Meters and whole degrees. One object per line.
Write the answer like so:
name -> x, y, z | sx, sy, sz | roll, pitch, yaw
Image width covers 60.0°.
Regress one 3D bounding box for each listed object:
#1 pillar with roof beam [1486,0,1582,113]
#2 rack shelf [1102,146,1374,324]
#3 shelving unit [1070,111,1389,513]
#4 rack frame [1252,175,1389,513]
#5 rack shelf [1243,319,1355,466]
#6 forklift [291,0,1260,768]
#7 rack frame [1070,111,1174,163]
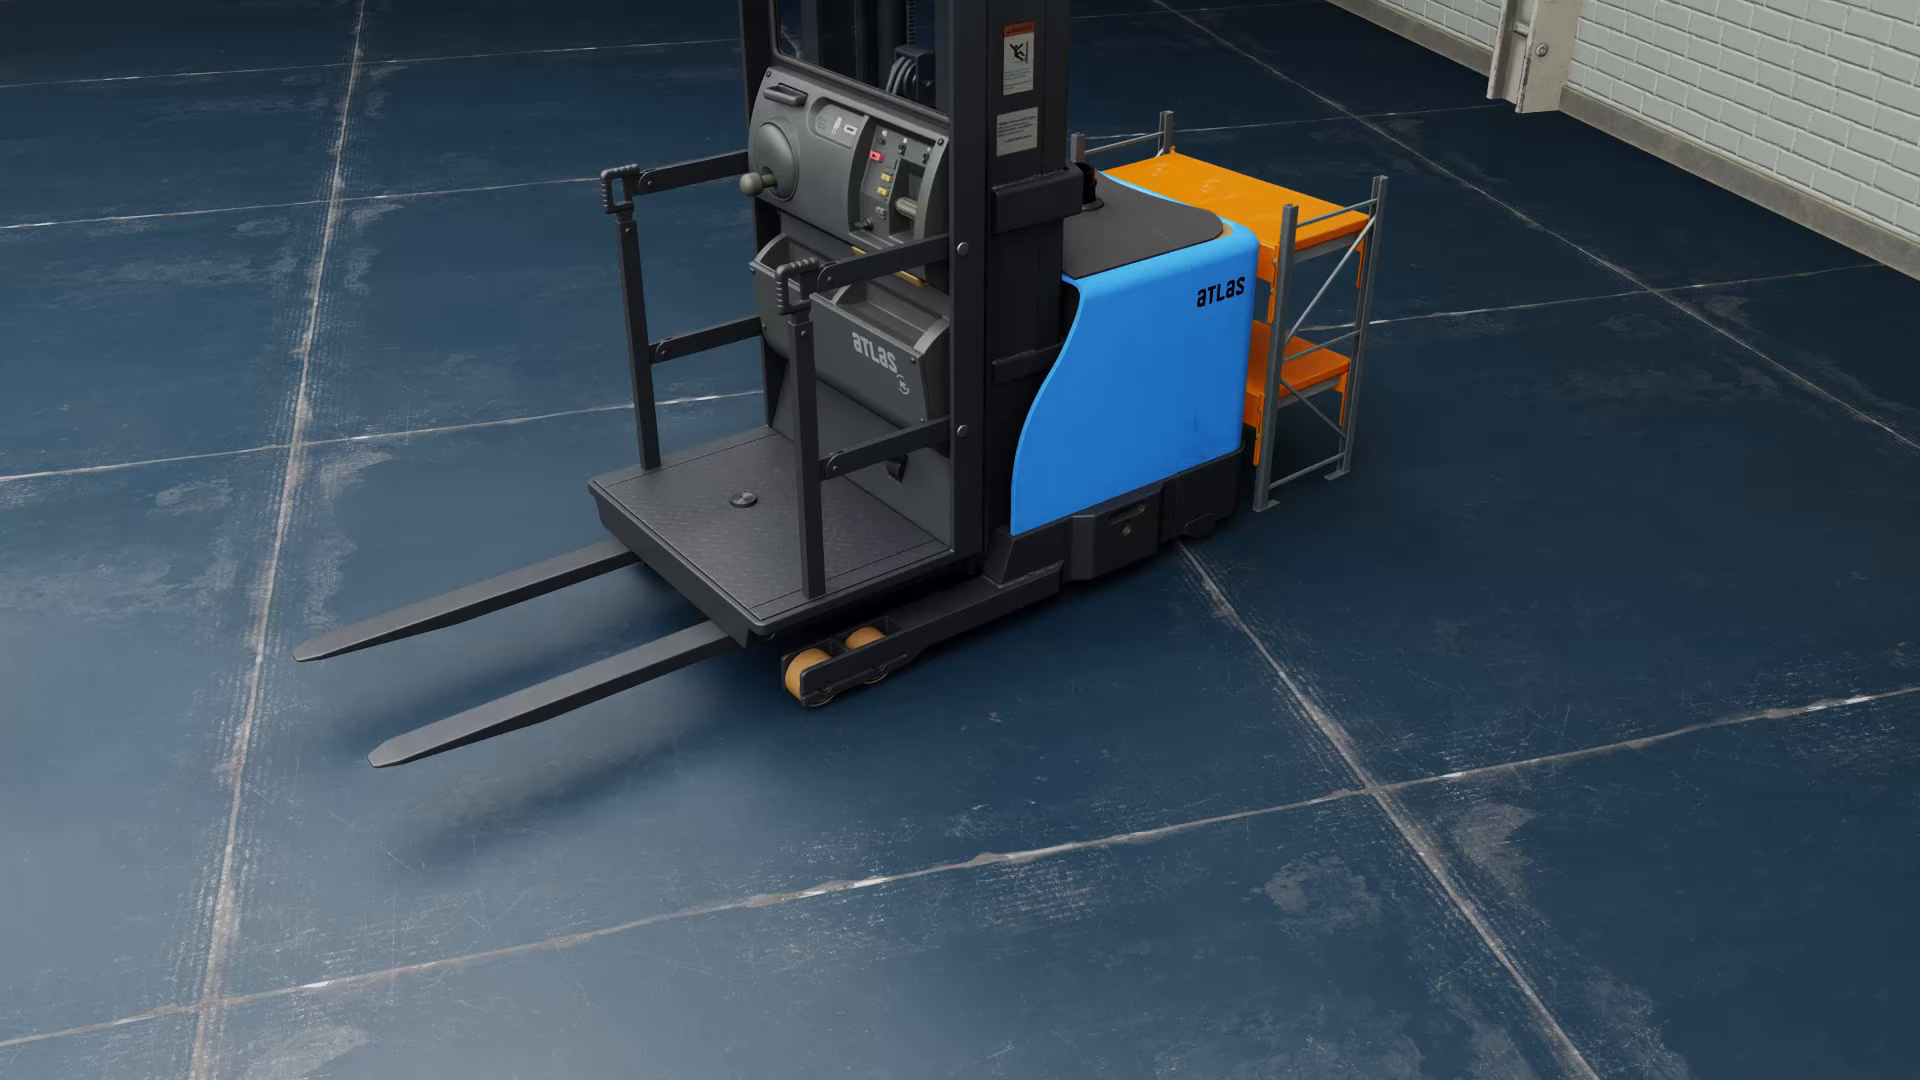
pillar with roof beam -> -0.579, -6.090, 7.288 | 9.100, 9.000, 0.400 | -8, 31, -13
rack shelf -> 0.928, -1.118, 5.975 | 0.538, 0.278, 1.000 | -22, 37, -33
shelving unit -> 0.928, -0.865, 6.122 | 0.538, 1.125, 1.048 | -22, 37, -33
rack frame -> 1.247, -0.667, 5.779 | 0.500, 1.125, 0.032 | -22, 37, -33
rack shelf -> 0.928, -0.653, 6.244 | 0.538, 0.278, 1.000 | -22, 37, -33
forklift -> -0.504, -1.079, 4.688 | 3.031, 2.935, 1.130 | -21, 36, -31
rack frame -> 0.608, -1.063, 6.464 | 0.500, 1.125, 0.032 | -22, 37, -33
